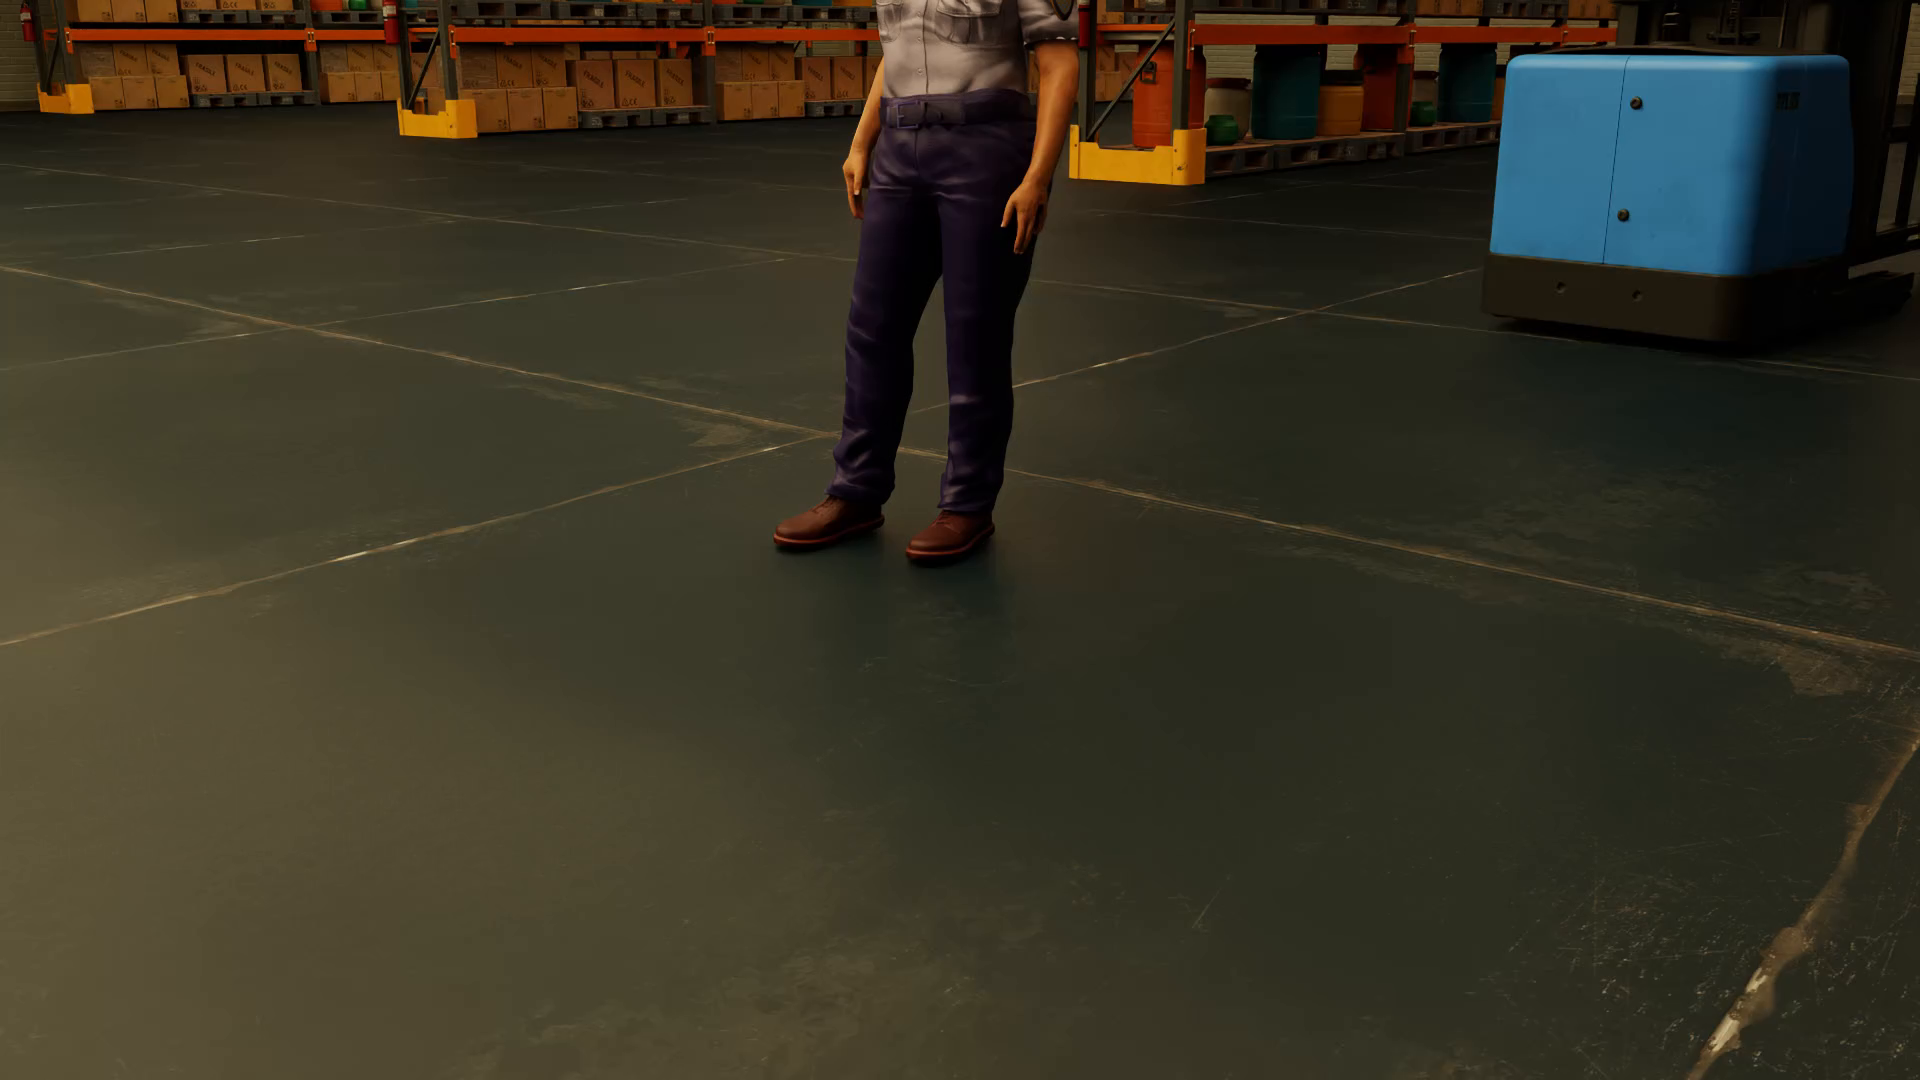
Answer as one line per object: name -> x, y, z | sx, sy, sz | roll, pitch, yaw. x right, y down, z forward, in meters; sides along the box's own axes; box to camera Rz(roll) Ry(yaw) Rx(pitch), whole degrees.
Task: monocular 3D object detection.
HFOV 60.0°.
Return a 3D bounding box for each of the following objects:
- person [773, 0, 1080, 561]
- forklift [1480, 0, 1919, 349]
person -> -0.075, -0.779, 3.648 | 0.598, 1.651, 0.502 | 13, 21, 37
forklift -> 3.517, -2.460, 7.000 | 3.031, 2.935, 1.130 | -16, 23, -42
